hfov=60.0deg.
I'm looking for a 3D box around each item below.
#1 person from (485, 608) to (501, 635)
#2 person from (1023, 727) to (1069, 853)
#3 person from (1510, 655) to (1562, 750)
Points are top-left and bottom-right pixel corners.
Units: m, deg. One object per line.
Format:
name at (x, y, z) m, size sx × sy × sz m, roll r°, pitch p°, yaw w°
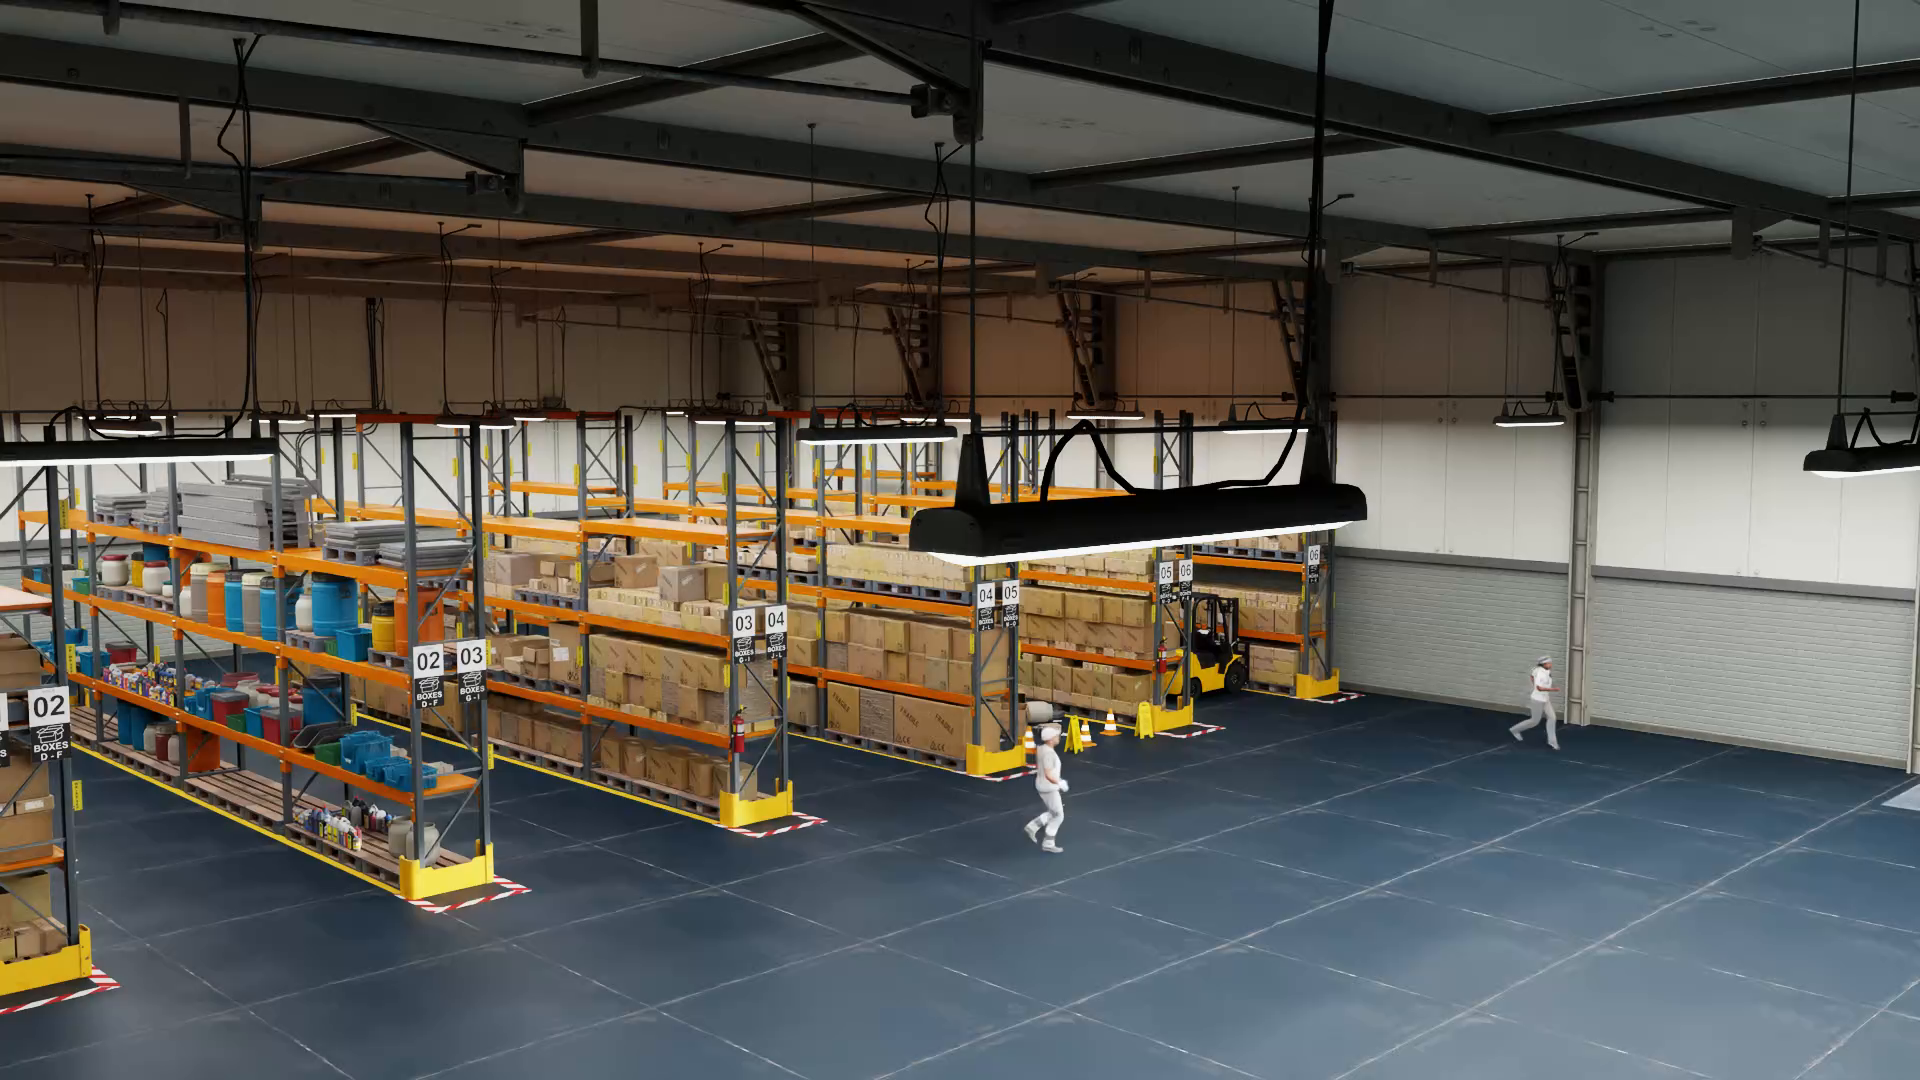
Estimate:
person at (-10.177, 2.327, 35.651) m, size 0.990 × 1.767 × 0.659 m, roll 4°, pitch 6°, yaw 40°
person at (1.209, 3.464, 23.043) m, size 0.545 × 1.756 × 0.680 m, roll -1°, pitch 5°, yaw -6°
person at (10.399, 2.915, 29.962) m, size 0.913 × 1.738 × 0.593 m, roll 3°, pitch 6°, yaw 31°
